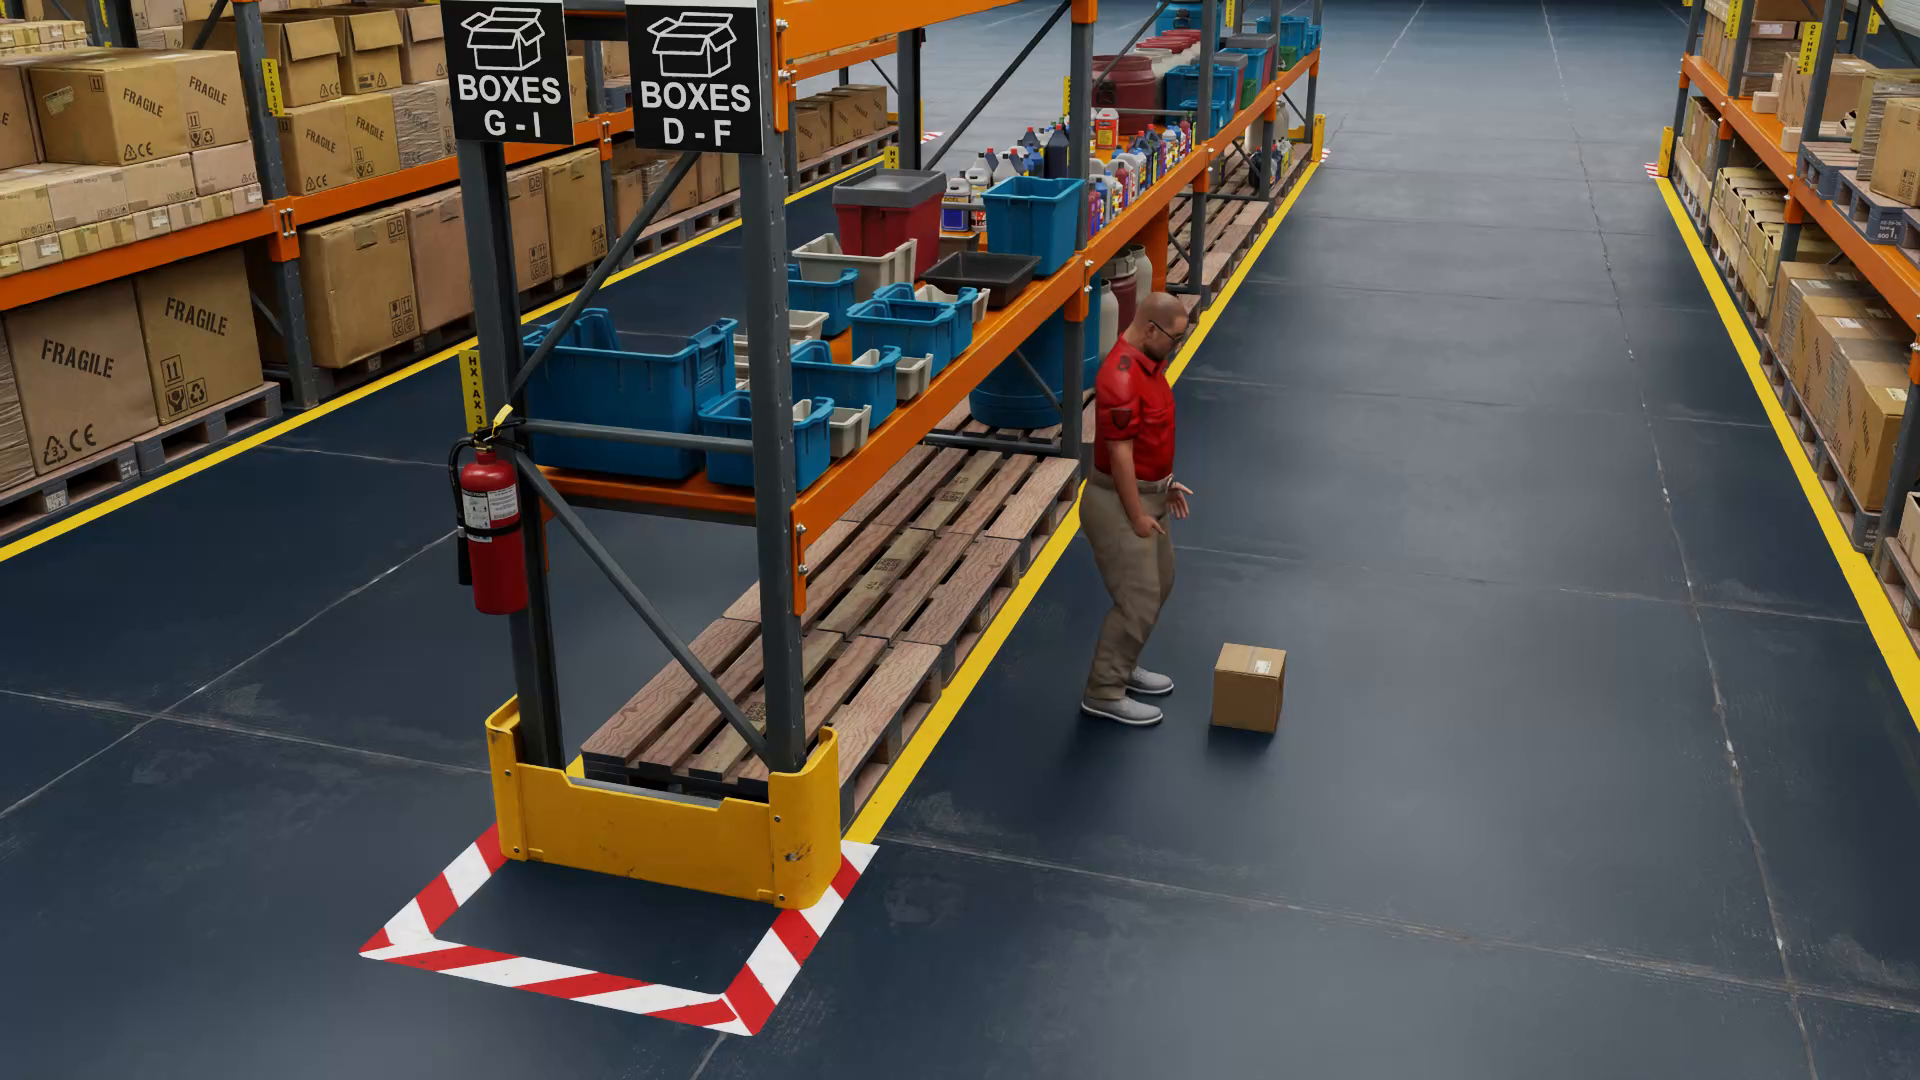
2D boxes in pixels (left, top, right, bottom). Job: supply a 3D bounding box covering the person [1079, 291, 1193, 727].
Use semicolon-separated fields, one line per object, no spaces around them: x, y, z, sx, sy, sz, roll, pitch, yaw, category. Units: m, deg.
0.683;-0.138;6.511;0.389;1.700;0.547;7;23;17;person
